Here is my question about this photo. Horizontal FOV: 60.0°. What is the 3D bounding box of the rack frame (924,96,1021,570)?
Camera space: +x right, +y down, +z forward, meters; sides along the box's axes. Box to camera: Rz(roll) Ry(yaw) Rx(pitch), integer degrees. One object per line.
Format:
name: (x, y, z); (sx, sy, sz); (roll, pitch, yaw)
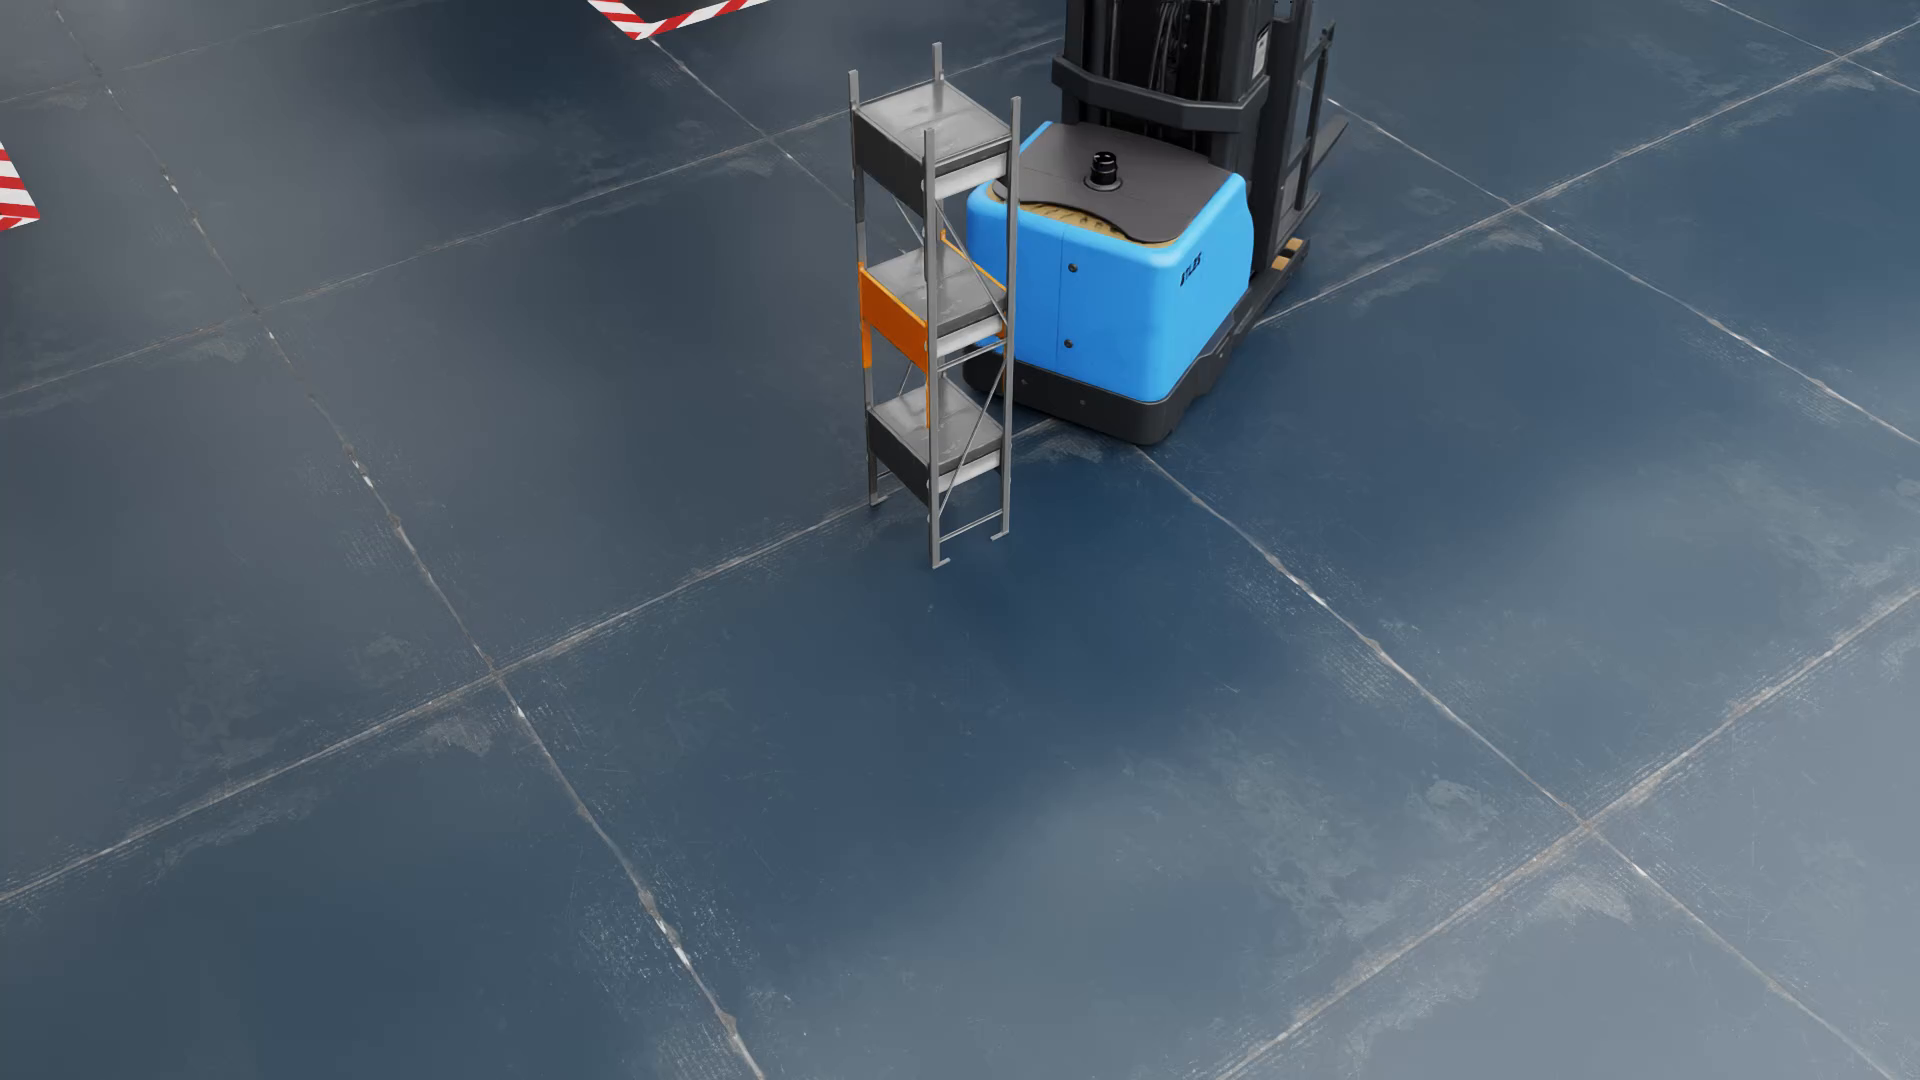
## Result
rack frame: (0.045, -0.715, 6.469); (0.400, 2.100, 0.015); (-26, 49, -24)

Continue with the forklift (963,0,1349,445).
forklift: (1.174, -2.503, 7.741); (1.130, 2.935, 3.031); (21, 48, 21)

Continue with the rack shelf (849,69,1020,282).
rack shelf: (-0.095, -1.350, 6.140); (0.431, 0.518, 0.480); (-26, 49, -24)

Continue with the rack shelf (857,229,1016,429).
rack shelf: (-0.095, -0.843, 6.624); (0.431, 0.518, 0.480); (-26, 49, -24)

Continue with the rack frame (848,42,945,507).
rack frame: (-0.234, -0.991, 6.759); (0.400, 2.100, 0.015); (-26, 49, -24)

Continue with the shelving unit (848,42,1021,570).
shelving unit: (-0.095, -0.853, 6.614); (0.431, 2.100, 0.503); (-26, 49, -24)

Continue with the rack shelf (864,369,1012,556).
rack shelf: (-0.095, -0.337, 7.107); (0.431, 0.518, 0.480); (-26, 49, -24)
